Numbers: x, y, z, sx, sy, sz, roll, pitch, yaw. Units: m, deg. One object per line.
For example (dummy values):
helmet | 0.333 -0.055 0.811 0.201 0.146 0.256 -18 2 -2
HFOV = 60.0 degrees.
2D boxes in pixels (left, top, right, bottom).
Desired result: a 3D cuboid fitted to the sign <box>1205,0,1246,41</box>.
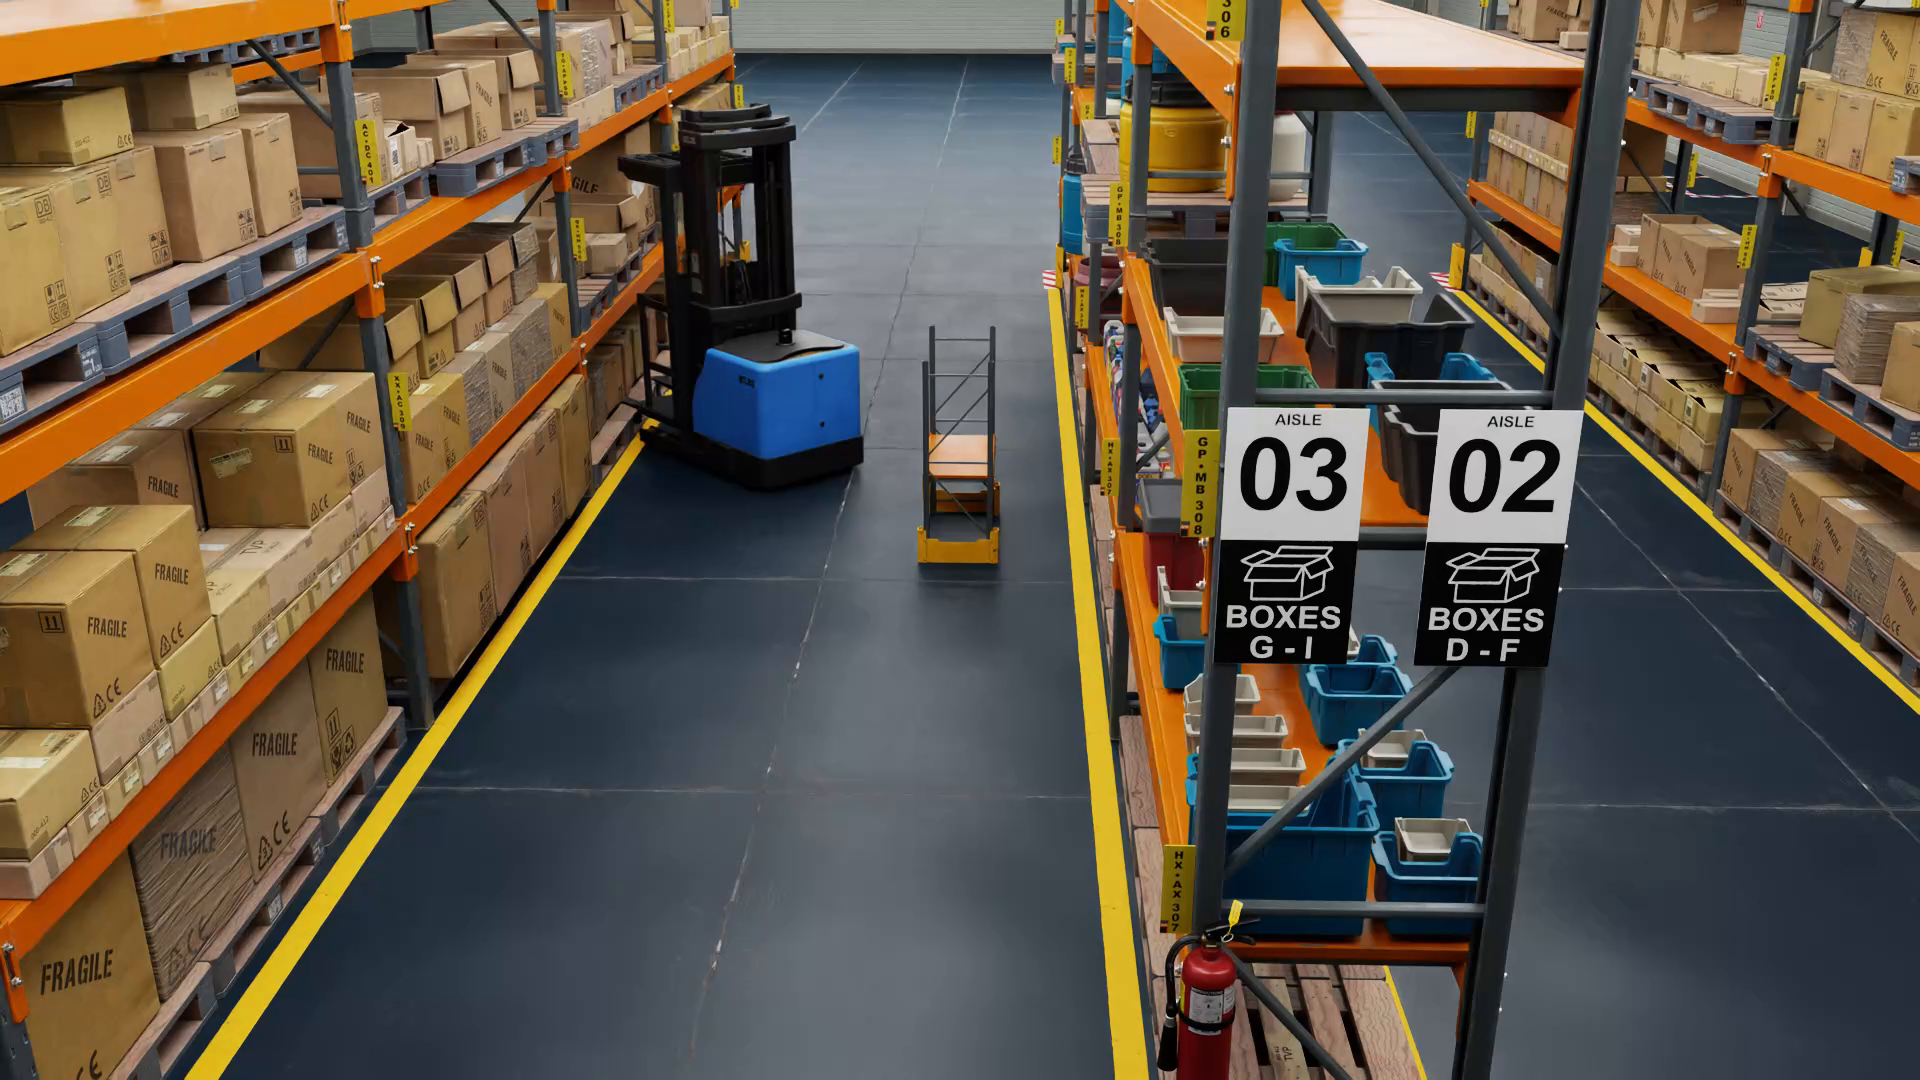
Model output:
sign | 0.692 -1.458 4.292 0.100 0.325 0.005 1 21 2

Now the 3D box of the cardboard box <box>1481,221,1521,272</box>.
cardboard box | 6.428 -3.432 19.410 0.500 0.500 0.500 1 21 2

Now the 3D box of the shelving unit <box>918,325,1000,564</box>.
shelving unit | 0.002 -0.727 12.329 0.587 1.500 1.083 1 21 2

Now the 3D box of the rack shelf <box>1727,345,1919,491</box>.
rack shelf | 6.376 -0.589 10.895 1.077 0.370 4.000 1 21 2

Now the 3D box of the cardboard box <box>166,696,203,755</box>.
cardboard box | -3.338 0.755 6.783 0.380 0.149 0.250 0 21 1

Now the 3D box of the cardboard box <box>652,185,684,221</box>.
cardboard box | -3.267 -3.552 16.986 0.875 0.500 0.500 1 21 2

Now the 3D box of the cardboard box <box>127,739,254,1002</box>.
cardboard box | -3.741 1.368 7.214 0.875 0.875 0.875 1 21 2

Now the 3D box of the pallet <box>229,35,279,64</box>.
pallet | -8.222 -5.388 18.245 1.003 0.211 1.213 1 21 2

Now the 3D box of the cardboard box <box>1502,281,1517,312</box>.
cardboard box | 6.394 -2.720 18.614 0.500 0.250 0.500 1 21 2

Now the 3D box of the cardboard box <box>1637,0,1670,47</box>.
cardboard box | 6.501 -4.745 15.056 0.500 0.500 0.500 1 21 2

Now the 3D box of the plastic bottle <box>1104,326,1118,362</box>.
plastic bottle | 1.119 -1.449 12.295 0.097 0.271 0.097 0 21 0

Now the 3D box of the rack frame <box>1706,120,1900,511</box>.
rack frame | 6.437 -1.648 12.629 1.000 3.000 0.127 1 21 2

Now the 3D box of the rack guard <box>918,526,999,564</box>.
rack guard | -0.013 0.036 12.091 0.587 0.250 0.087 1 21 2

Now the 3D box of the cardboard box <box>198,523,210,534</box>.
cardboard box | -3.882 -0.034 8.266 0.500 0.250 0.500 1 21 1

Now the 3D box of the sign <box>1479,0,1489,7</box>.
sign | 6.126 -6.391 19.390 0.100 0.325 0.005 1 21 2

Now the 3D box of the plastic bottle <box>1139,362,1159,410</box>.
plastic bottle | 1.255 -1.016 11.068 0.144 0.351 0.185 1 21 2

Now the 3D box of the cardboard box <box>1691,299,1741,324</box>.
cardboard box | 6.188 -1.859 13.520 0.380 0.149 0.250 1 21 2

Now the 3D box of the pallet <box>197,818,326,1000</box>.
pallet | -3.722 1.705 7.844 1.003 0.211 1.213 1 21 2

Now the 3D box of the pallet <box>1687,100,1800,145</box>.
pallet | 6.368 -3.204 12.755 1.213 0.211 1.003 2 21 4

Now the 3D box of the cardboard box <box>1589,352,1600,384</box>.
cardboard box | 6.282 -1.680 15.933 0.500 0.250 0.500 1 21 3

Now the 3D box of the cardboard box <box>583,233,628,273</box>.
cardboard box | -3.184 -2.487 14.420 0.500 0.250 0.500 0 21 0

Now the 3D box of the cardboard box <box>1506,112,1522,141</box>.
cardboard box | 6.641 -4.814 18.857 0.700 0.500 0.500 0 21 0

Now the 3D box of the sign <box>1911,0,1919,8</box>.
sign | 11.090 -6.299 19.261 0.100 0.325 0.005 1 21 2

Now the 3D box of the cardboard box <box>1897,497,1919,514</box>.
cardboard box | 6.617 0.030 11.152 0.500 0.500 0.500 0 21 0

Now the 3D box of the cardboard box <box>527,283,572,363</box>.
cardboard box | -3.232 -1.624 12.428 0.500 0.500 0.500 1 21 3

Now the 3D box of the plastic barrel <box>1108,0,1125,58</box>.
plastic barrel | 1.745 -5.336 16.715 0.600 0.901 0.708 1 21 2

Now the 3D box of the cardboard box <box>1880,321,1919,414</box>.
cardboard box | 6.307 -1.083 10.456 0.700 0.500 0.500 -5 22 -12

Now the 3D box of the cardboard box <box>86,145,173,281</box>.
cardboard box | -3.729 -1.334 6.816 0.700 0.500 0.500 2 21 4

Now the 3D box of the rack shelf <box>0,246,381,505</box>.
rack shelf | -3.647 -0.652 6.910 1.077 0.370 4.000 1 21 2

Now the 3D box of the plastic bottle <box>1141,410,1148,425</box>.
plastic bottle | 1.080 -0.660 10.255 0.152 0.276 0.135 1 21 2

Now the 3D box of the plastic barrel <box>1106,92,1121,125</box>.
plastic barrel | 1.291 -3.500 13.447 0.301 0.262 0.301 0 21 0

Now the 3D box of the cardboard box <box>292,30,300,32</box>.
cardboard box | -7.863 -5.958 19.218 0.380 0.149 0.250 1 21 2

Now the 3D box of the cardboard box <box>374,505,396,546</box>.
cardboard box | -3.268 -0.081 8.938 0.380 0.149 0.250 1 21 2

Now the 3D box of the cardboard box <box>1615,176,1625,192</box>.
cardboard box | 6.353 -3.544 16.480 0.380 0.149 0.250 1 21 2

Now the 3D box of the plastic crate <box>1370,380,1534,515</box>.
plastic crate | 1.533 -0.285 5.150 0.497 0.269 0.590 1 21 2

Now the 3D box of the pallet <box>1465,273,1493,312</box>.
pallet | 6.699 -2.963 19.874 1.003 0.211 1.213 1 21 2

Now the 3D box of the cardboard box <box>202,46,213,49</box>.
cardboard box | -7.932 -5.131 17.088 0.380 0.149 0.250 1 21 2

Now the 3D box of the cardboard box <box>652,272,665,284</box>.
cardboard box | -3.281 -2.586 17.922 0.500 0.500 0.500 8 22 19

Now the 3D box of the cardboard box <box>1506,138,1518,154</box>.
cardboard box | 6.429 -4.473 18.875 0.380 0.149 0.250 0 21 1

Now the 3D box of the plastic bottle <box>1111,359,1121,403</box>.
plastic bottle | 1.069 -1.079 11.324 0.061 0.283 0.133 1 21 2

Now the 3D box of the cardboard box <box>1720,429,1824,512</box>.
cardboard box | 6.138 -0.526 12.585 0.500 0.500 0.500 2 21 4

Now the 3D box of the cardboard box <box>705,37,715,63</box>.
cardboard box | -3.018 -5.436 18.454 0.500 0.250 0.500 1 21 3

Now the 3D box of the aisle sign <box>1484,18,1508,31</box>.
aisle sign | 6.376 -5.779 19.683 0.394 0.787 0.004 1 21 2

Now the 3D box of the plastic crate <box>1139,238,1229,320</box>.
plastic crate | 1.053 -1.149 7.377 0.497 0.269 0.590 1 21 2

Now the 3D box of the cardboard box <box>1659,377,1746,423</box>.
cardboard box | 6.216 -1.203 13.928 0.500 0.311 0.500 0 21 1

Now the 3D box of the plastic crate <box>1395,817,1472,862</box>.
plastic crate | 1.672 1.083 5.872 0.250 0.136 0.298 1 21 2

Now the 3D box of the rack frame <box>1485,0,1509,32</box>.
rack frame | 6.680 -7.337 18.999 1.000 3.000 0.127 1 21 2

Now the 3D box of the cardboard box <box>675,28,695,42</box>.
cardboard box | -3.049 -5.398 17.804 0.380 0.149 0.250 1 21 3

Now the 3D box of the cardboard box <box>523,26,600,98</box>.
cardboard box | -3.174 -3.787 13.165 0.500 0.500 0.500 1 21 2

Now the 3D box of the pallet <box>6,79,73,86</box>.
pallet | -8.422 -3.797 14.283 1.003 0.211 1.213 2 21 4

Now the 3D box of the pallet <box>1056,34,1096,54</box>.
pallet | 1.607 -5.608 18.951 1.003 0.211 1.213 1 21 2

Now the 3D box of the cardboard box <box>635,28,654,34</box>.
cardboard box | -3.491 -5.413 17.841 0.380 0.149 0.250 0 21 0

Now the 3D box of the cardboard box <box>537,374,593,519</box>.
cardboard box | -3.506 -0.714 12.579 1.225 0.875 0.875 0 21 -1

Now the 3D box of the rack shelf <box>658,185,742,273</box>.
rack shelf | -3.282 -3.592 18.635 1.077 0.370 4.000 1 21 2

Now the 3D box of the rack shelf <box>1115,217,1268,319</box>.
rack shelf | 1.425 -2.044 10.497 1.077 0.370 4.000 1 21 2

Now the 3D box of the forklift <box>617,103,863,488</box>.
forklift | -2.168 -2.243 14.257 1.130 2.935 3.031 -18 27 -38

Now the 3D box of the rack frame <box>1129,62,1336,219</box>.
rack frame | 1.364 -3.054 7.960 1.000 3.000 0.127 1 21 2

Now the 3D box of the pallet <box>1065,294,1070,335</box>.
pallet | 1.704 -2.534 18.769 1.003 0.211 1.213 1 21 2
